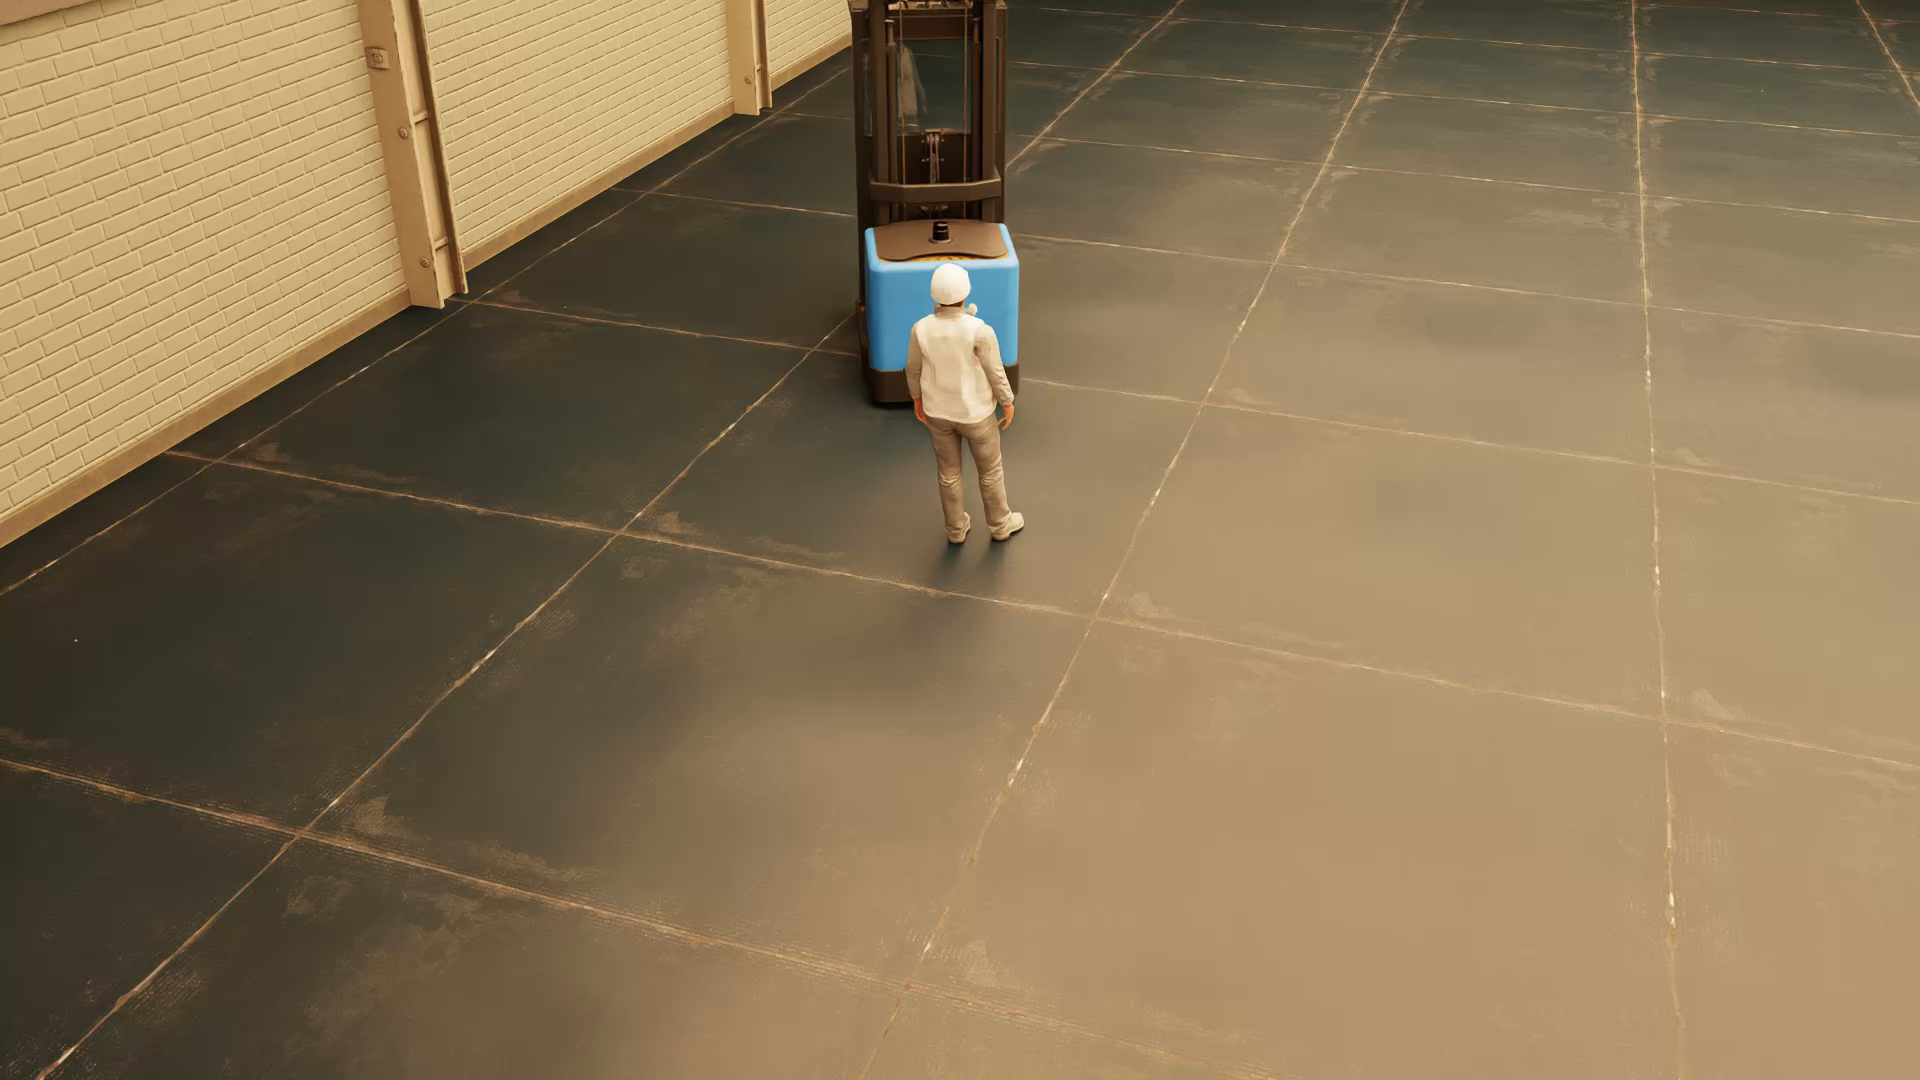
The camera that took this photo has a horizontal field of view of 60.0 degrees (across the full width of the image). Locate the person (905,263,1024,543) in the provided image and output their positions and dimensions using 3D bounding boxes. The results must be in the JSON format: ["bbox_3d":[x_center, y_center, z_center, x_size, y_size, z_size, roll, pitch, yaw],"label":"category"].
[{"bbox_3d":[0.027,-0.805,9.703,0.633,1.775,0.566,10,31,16],"label":"person"}]

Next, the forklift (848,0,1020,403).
[{"bbox_3d":[-0.239,-2.938,12.290,1.130,2.935,3.031,-3,30,-5],"label":"forklift"}]
